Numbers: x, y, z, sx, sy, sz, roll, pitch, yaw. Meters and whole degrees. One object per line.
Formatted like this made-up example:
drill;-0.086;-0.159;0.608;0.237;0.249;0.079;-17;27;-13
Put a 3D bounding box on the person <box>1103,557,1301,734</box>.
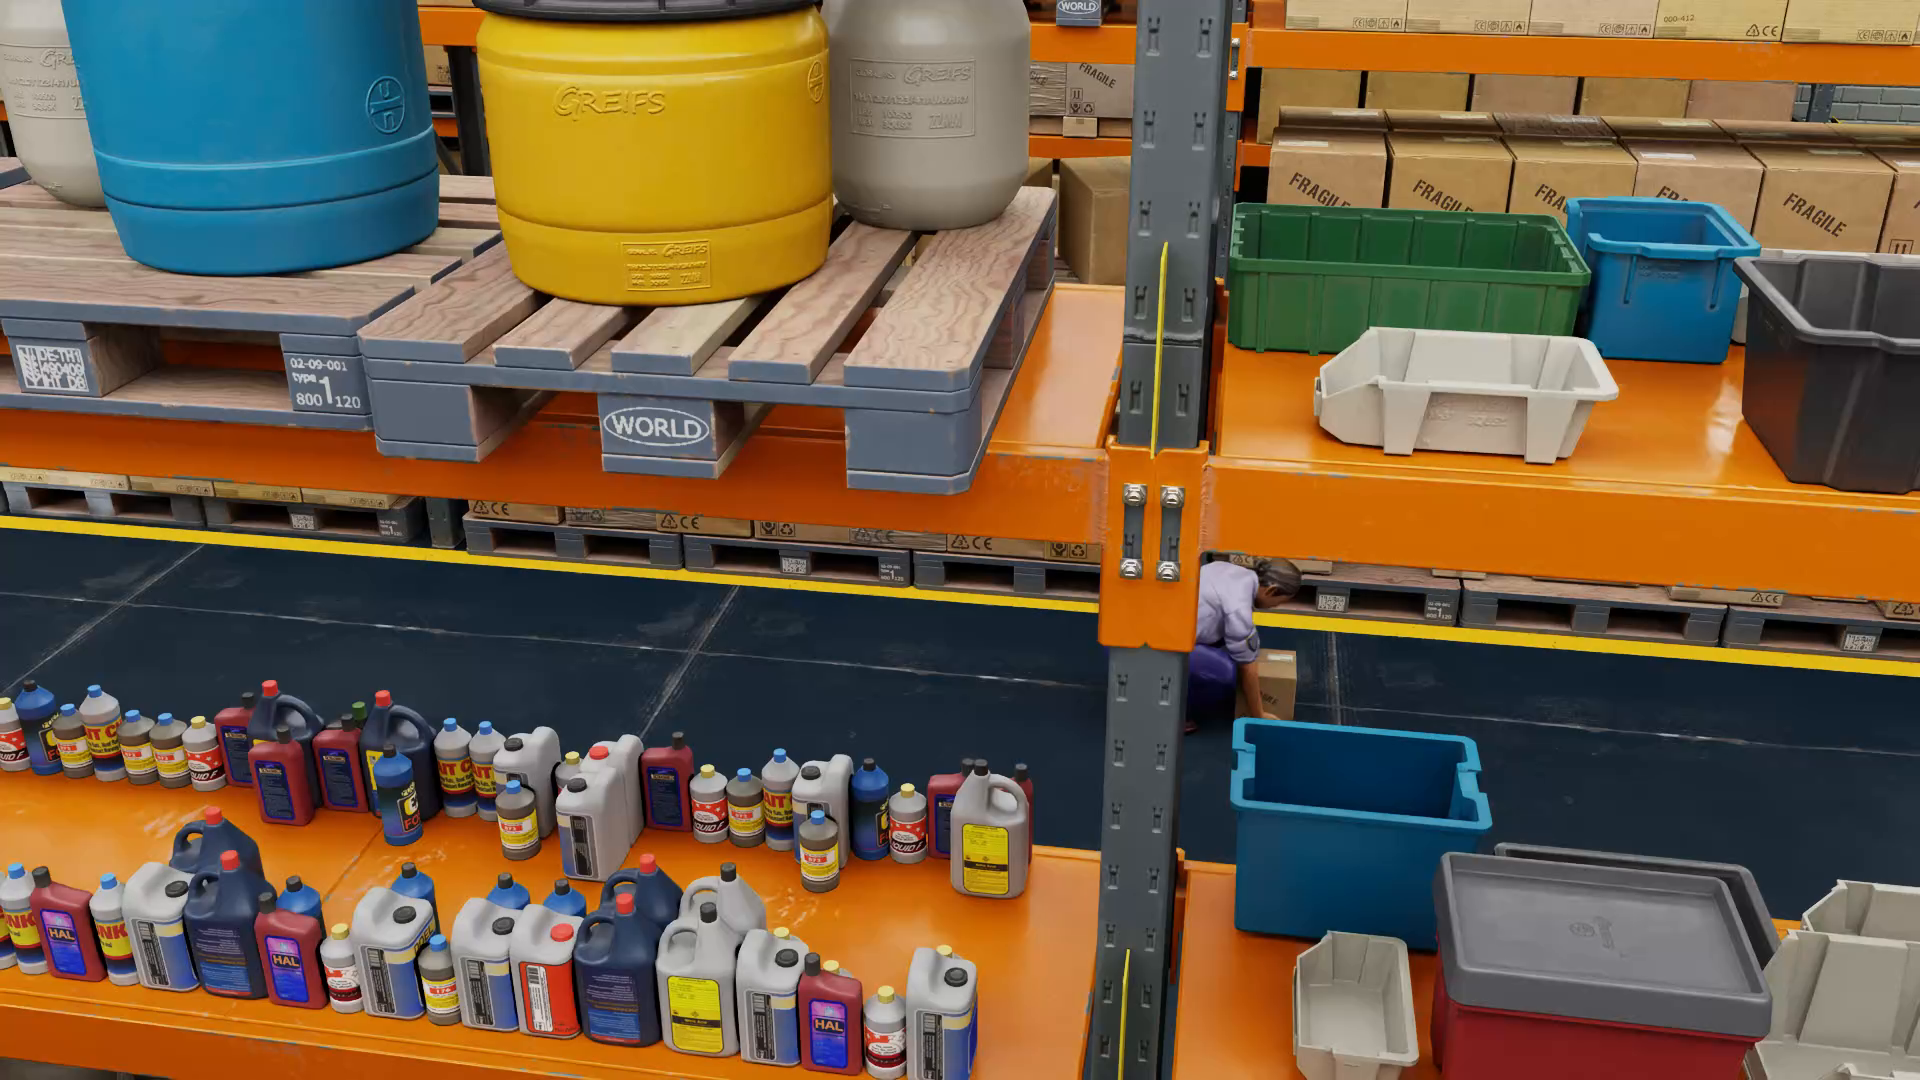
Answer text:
person;1.048;0.461;7.288;0.854;0.807;0.508;0;25;1
